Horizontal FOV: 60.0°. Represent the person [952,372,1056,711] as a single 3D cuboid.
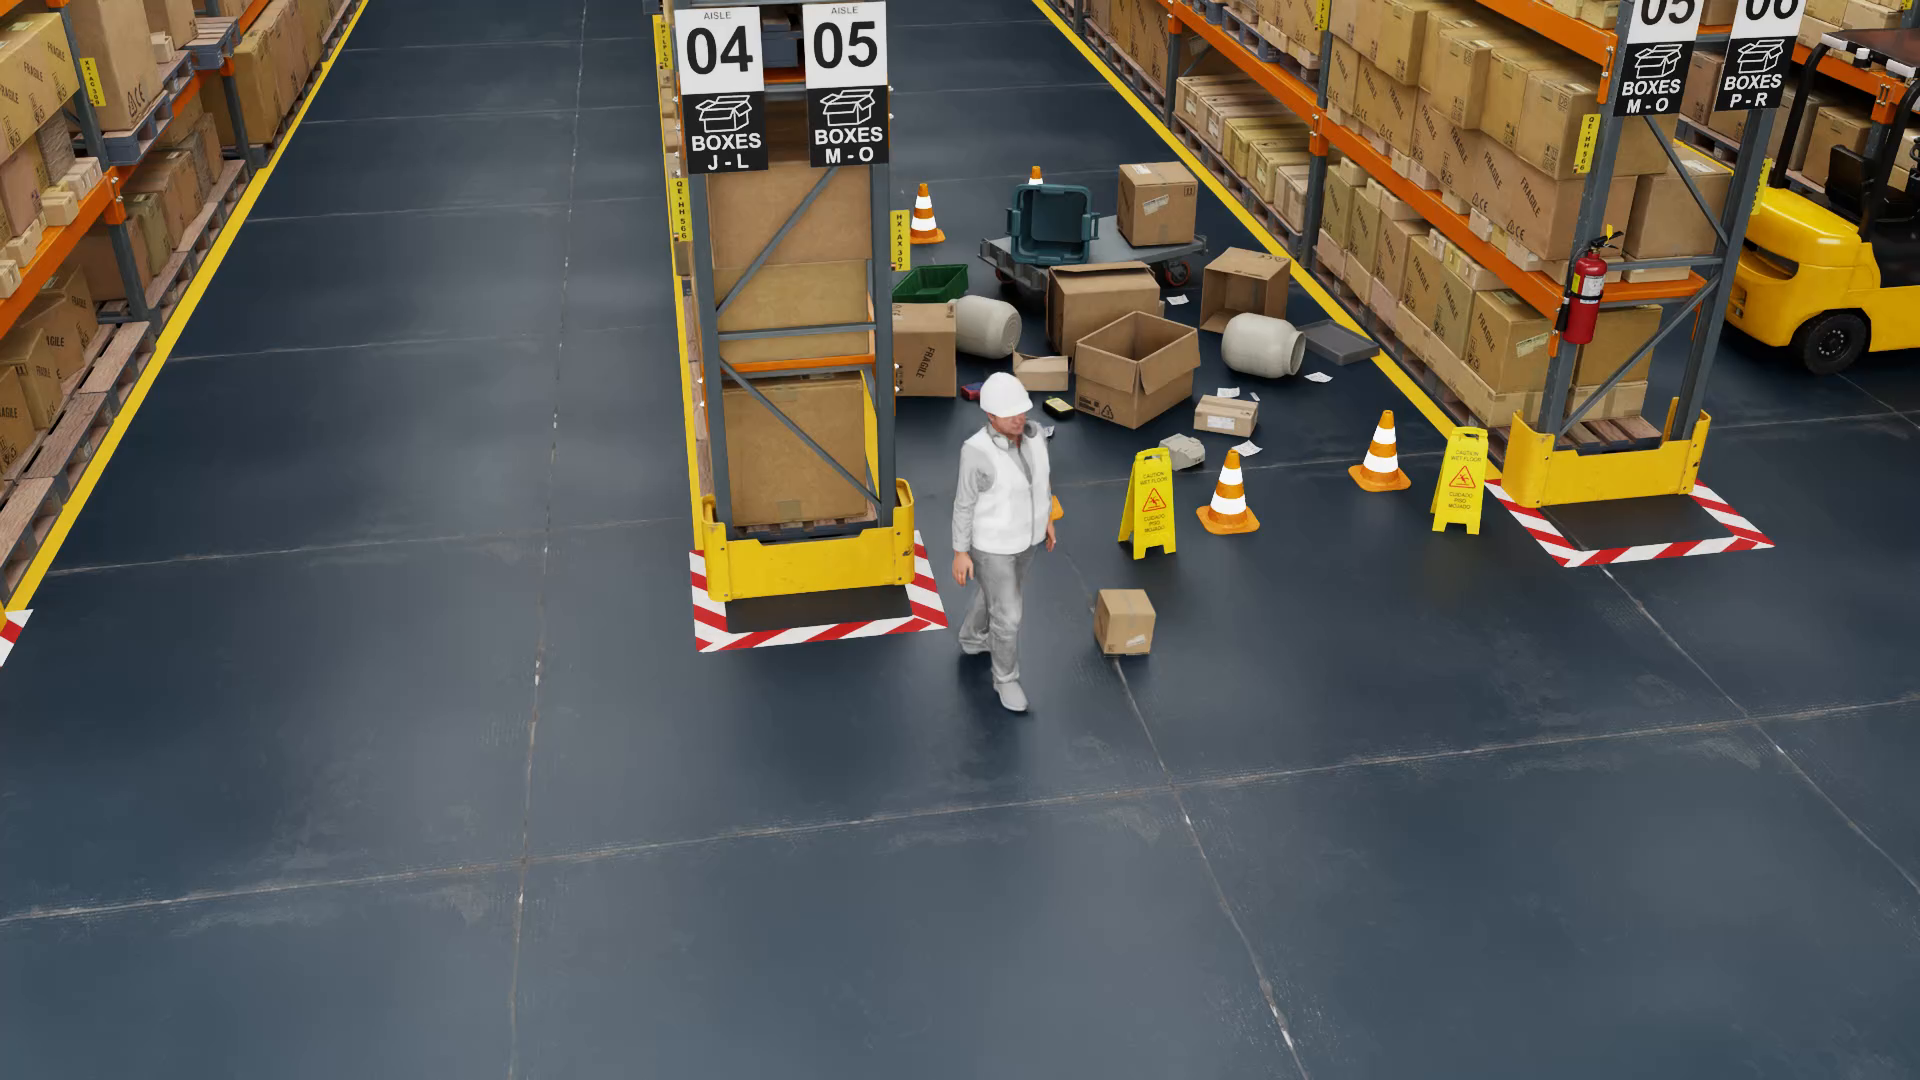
[{"bbox_3d":[0.187,-0.036,8.179,0.608,1.764,0.592,26,39,36],"label":"person"}]
